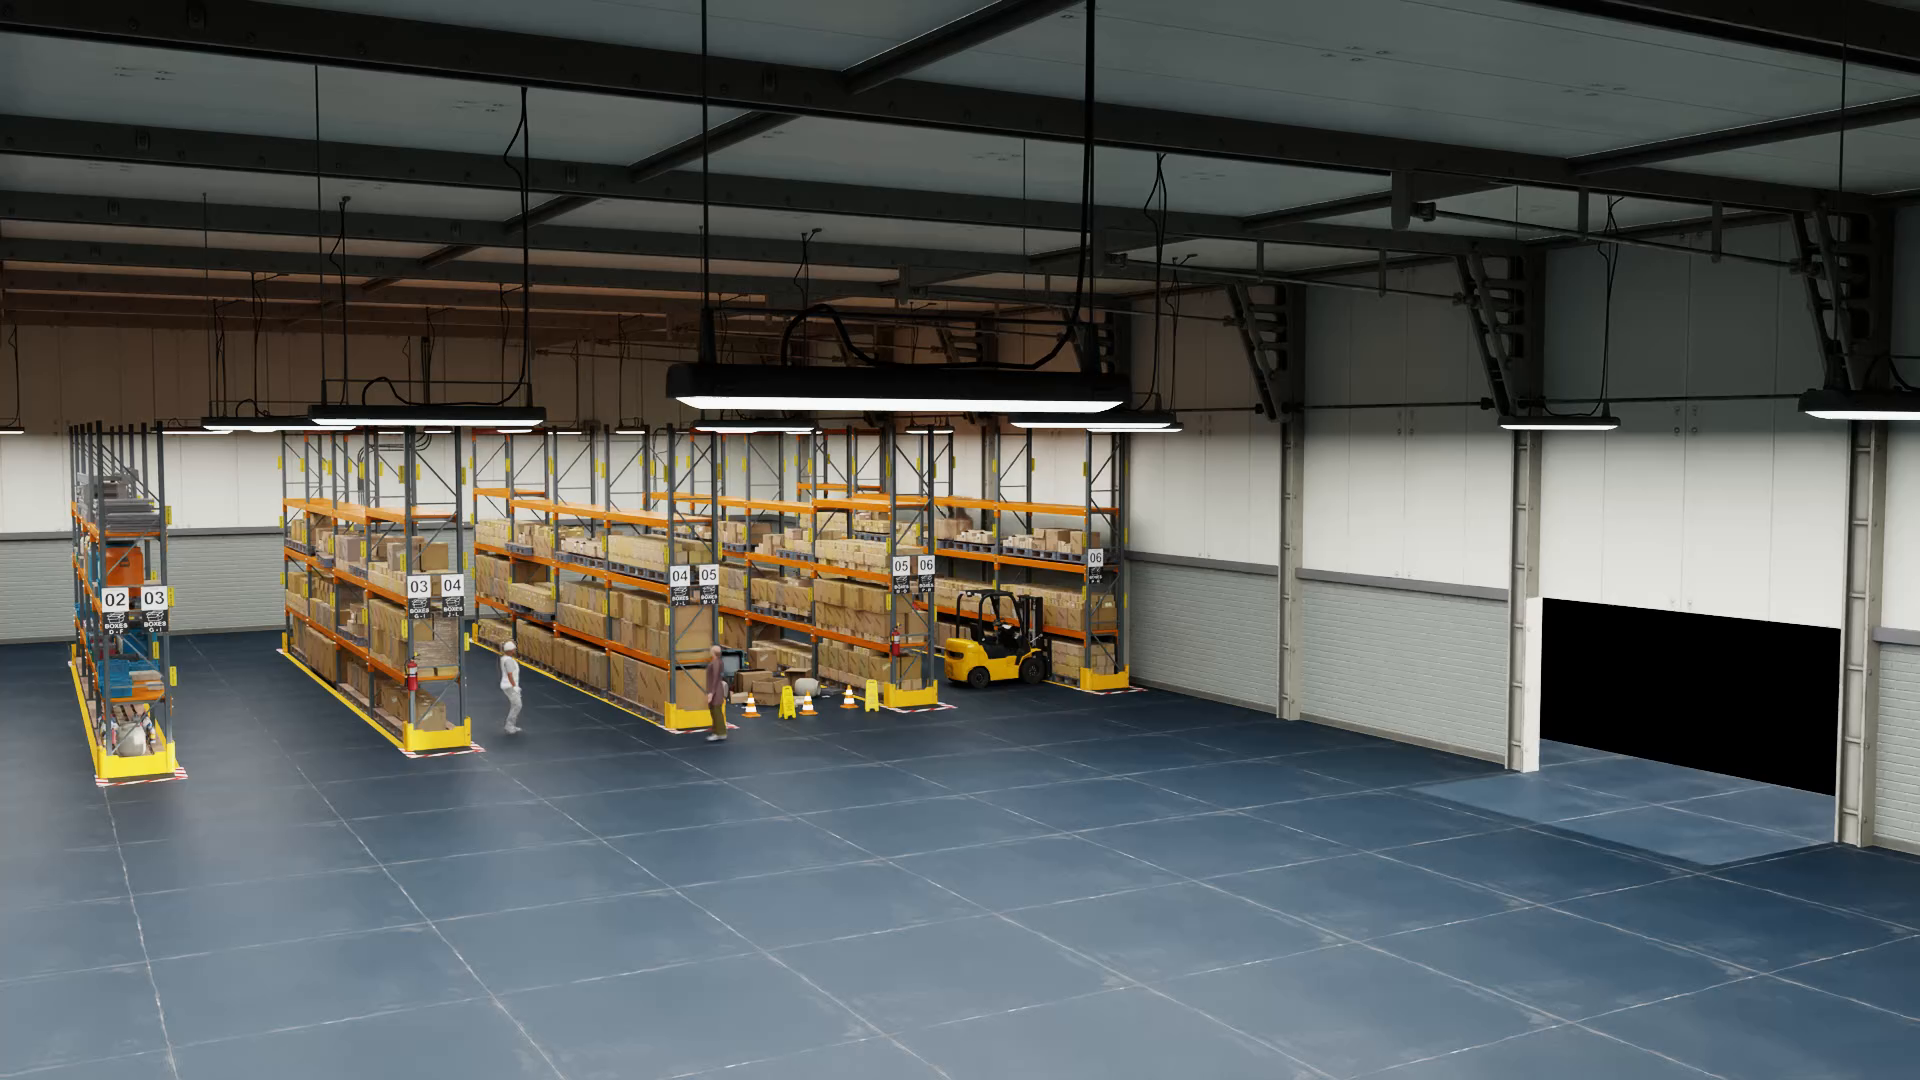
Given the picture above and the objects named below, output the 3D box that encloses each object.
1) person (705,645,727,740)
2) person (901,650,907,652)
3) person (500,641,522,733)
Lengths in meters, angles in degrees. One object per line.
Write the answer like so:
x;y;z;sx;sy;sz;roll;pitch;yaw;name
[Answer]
-4.620;2.897;31.452;0.393;1.812;0.652;-1;4;-10;person
-1.485;2.121;40.933;0.588;1.758;0.530;-1;4;-18;person
-8.724;2.875;32.349;0.455;1.817;0.597;0;4;-7;person
